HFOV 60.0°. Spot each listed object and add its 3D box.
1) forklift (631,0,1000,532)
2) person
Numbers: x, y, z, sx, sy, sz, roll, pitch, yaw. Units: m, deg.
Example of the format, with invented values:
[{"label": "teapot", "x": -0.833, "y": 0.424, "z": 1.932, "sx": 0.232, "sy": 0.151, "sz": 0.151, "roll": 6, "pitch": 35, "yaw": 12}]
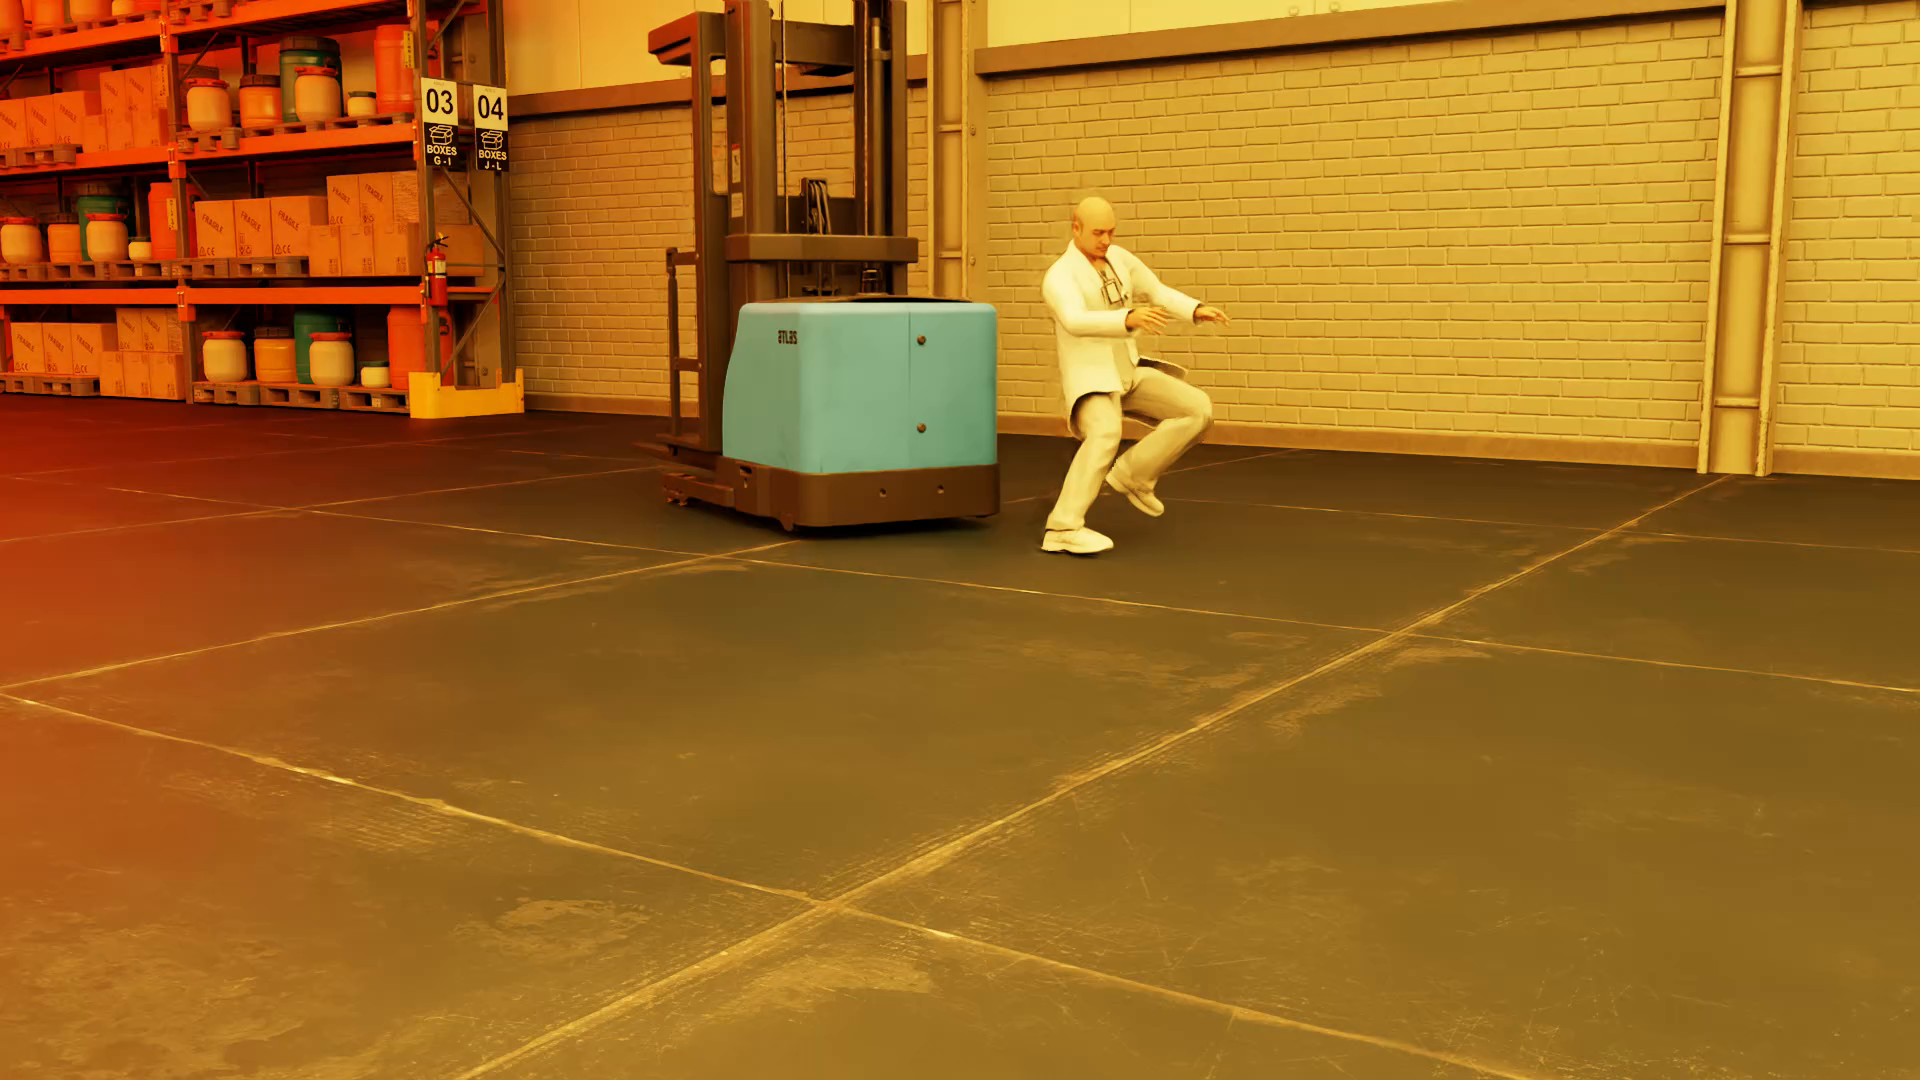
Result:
[{"label": "forklift", "x": -0.970, "y": -1.655, "z": 8.834, "sx": 1.130, "sy": 2.935, "sz": 3.031, "roll": -5, "pitch": 9, "yaw": -29}, {"label": "person", "x": 0.752, "y": -0.748, "z": 7.383, "sx": 0.912, "sy": 1.539, "sz": 0.818, "roll": -7, "pitch": 11, "yaw": -41}]
